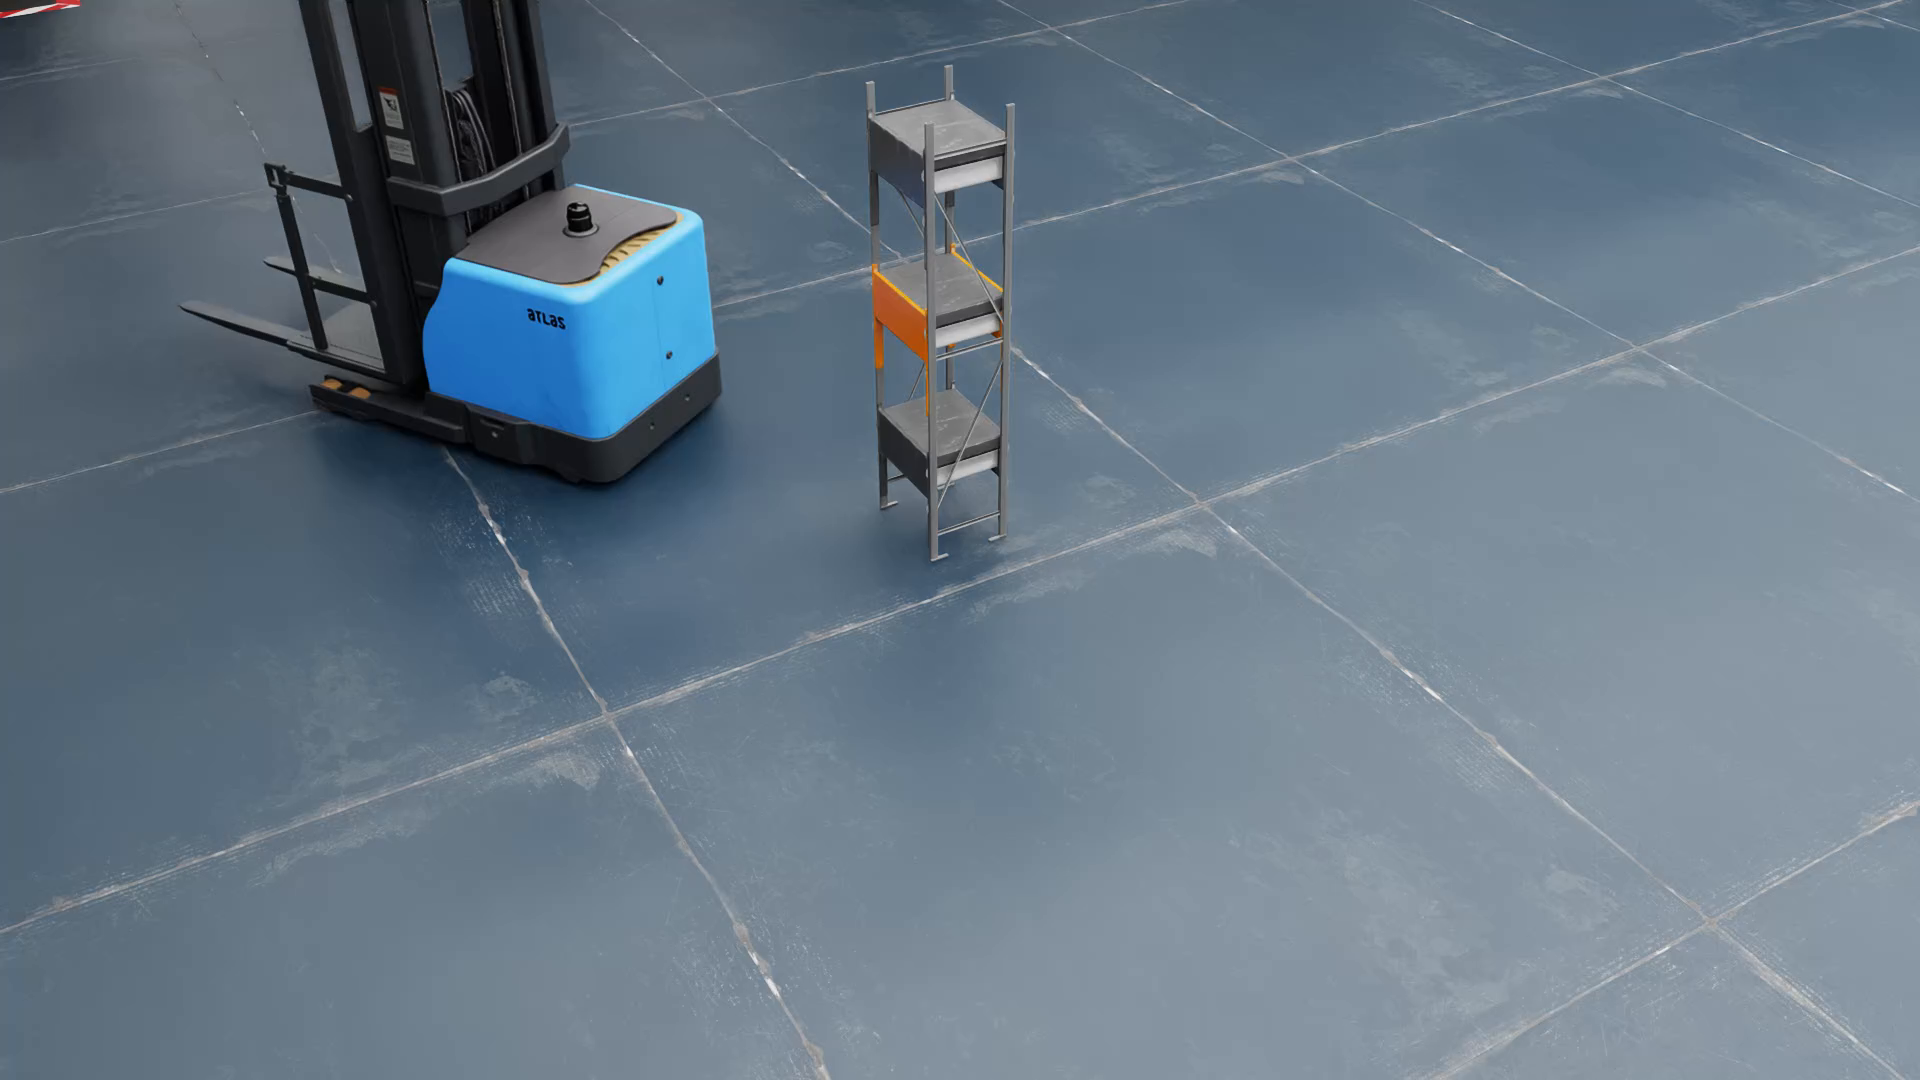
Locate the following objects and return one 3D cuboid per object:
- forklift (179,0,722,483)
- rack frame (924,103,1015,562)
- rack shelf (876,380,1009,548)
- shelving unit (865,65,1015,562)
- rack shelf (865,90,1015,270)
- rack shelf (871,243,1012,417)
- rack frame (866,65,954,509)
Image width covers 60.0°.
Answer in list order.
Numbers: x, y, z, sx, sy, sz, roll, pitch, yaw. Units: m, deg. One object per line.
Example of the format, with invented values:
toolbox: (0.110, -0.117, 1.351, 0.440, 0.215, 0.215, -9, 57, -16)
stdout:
forklift: (-2.793, -2.061, 8.086, 3.031, 2.935, 1.130, 17, 39, 22)
rack frame: (0.039, -0.808, 7.076, 0.400, 2.100, 0.015, -19, 40, -24)
rack shelf: (-0.083, -0.356, 7.667, 0.431, 0.518, 0.480, -19, 40, -24)
shelving unit: (-0.083, -0.932, 7.246, 0.431, 2.100, 0.503, -19, 40, -24)
rack shelf: (-0.083, -1.487, 6.841, 0.431, 0.518, 0.480, -19, 40, -24)
rack shelf: (-0.083, -0.921, 7.254, 0.431, 0.518, 0.480, -19, 40, -24)
rack frame: (-0.206, -1.057, 7.417, 0.400, 2.100, 0.015, -19, 40, -24)
